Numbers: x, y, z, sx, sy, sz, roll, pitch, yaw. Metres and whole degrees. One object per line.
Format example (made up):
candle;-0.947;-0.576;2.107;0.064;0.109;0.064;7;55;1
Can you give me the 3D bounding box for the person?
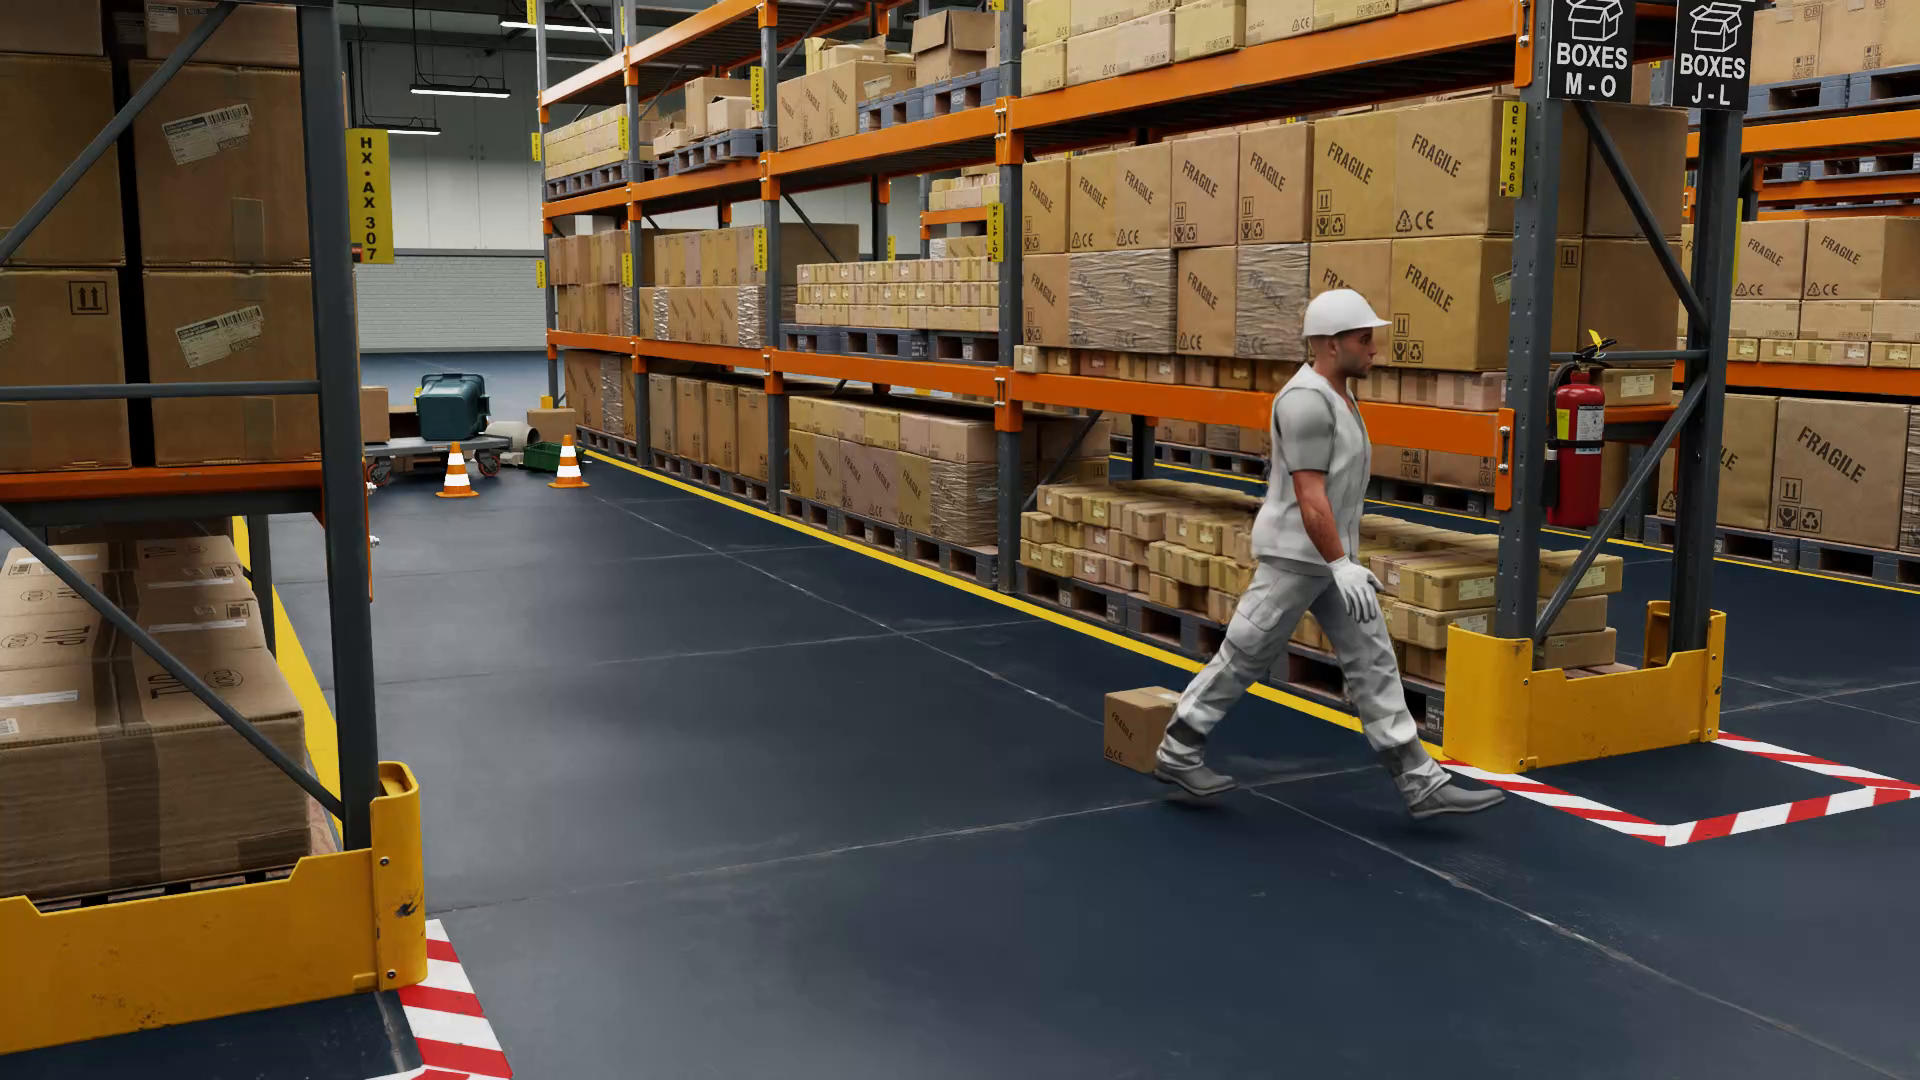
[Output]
person;1.188;0.055;5.380;1.146;1.713;0.541;5;10;31
